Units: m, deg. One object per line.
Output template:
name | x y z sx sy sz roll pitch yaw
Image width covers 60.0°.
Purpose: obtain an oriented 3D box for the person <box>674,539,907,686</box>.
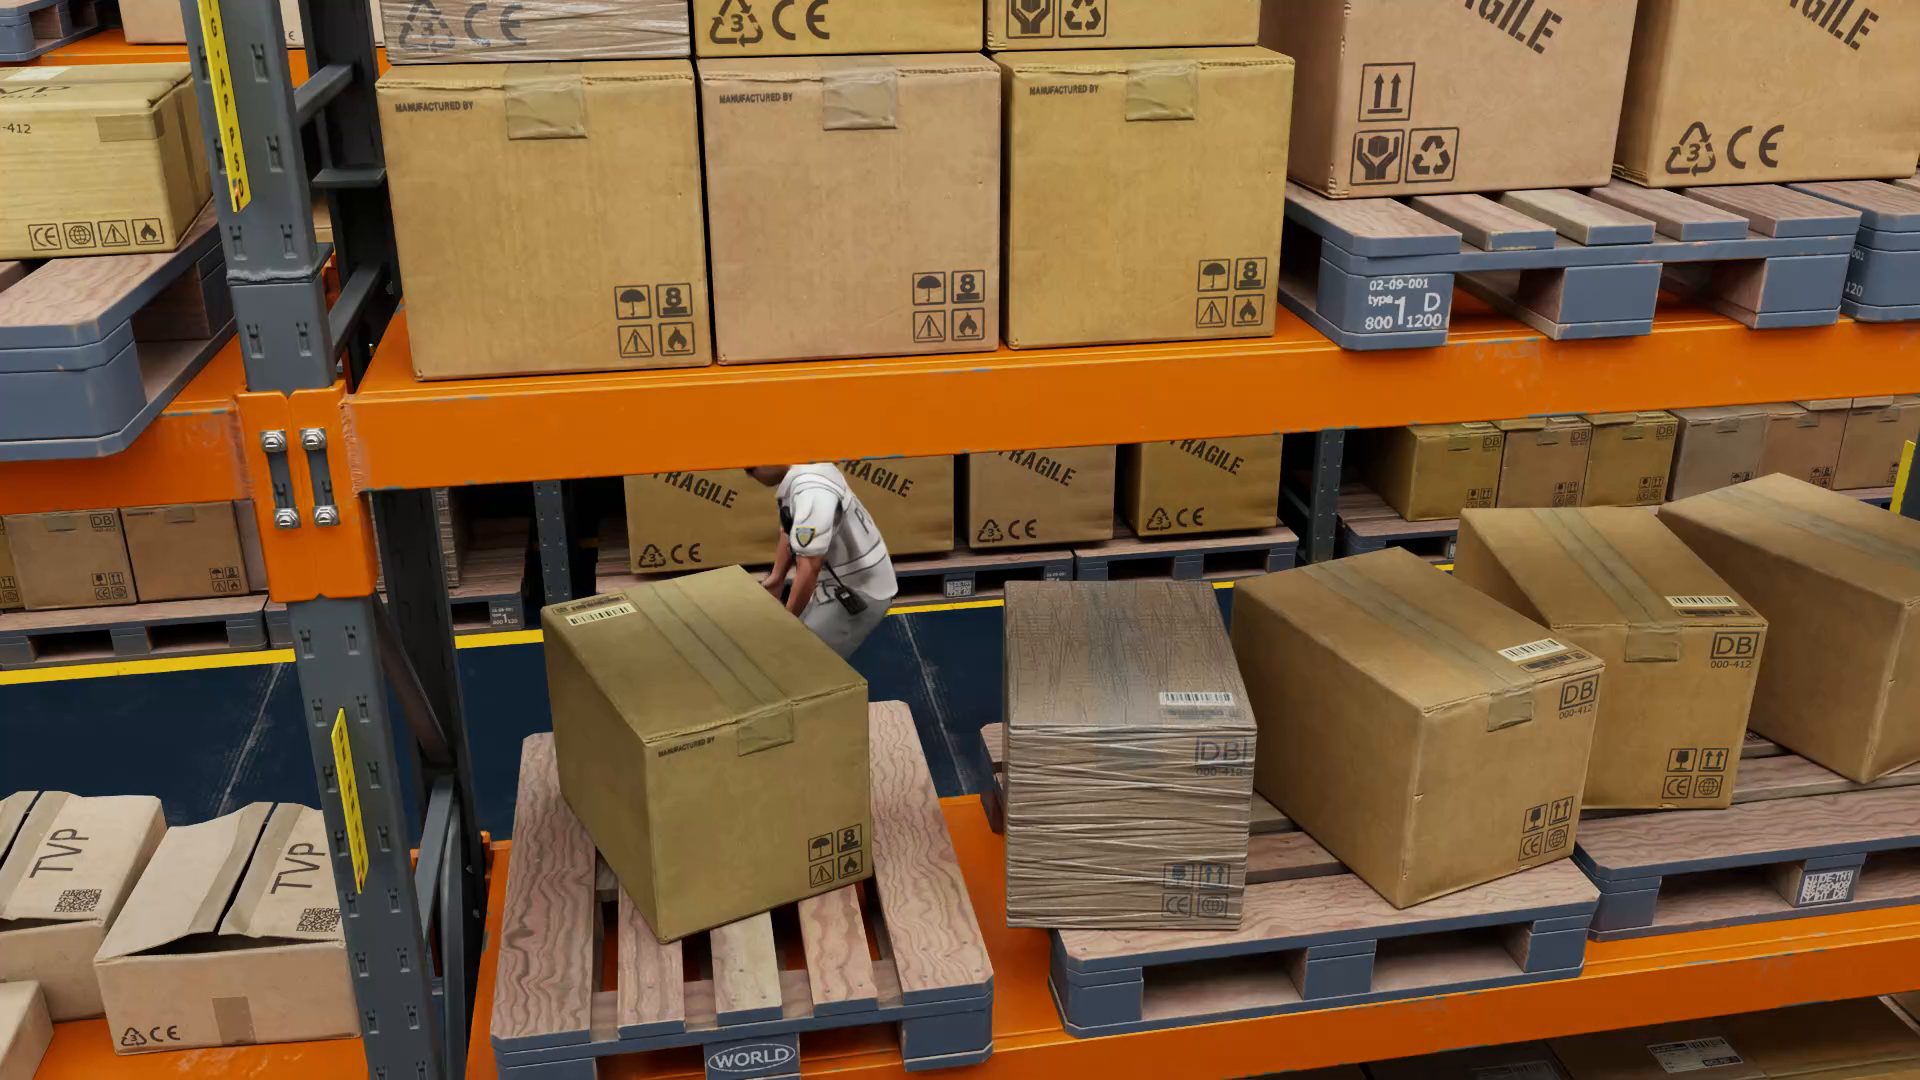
person | -0.697 0.464 6.900 0.922 1.052 0.569 -4 24 -10
